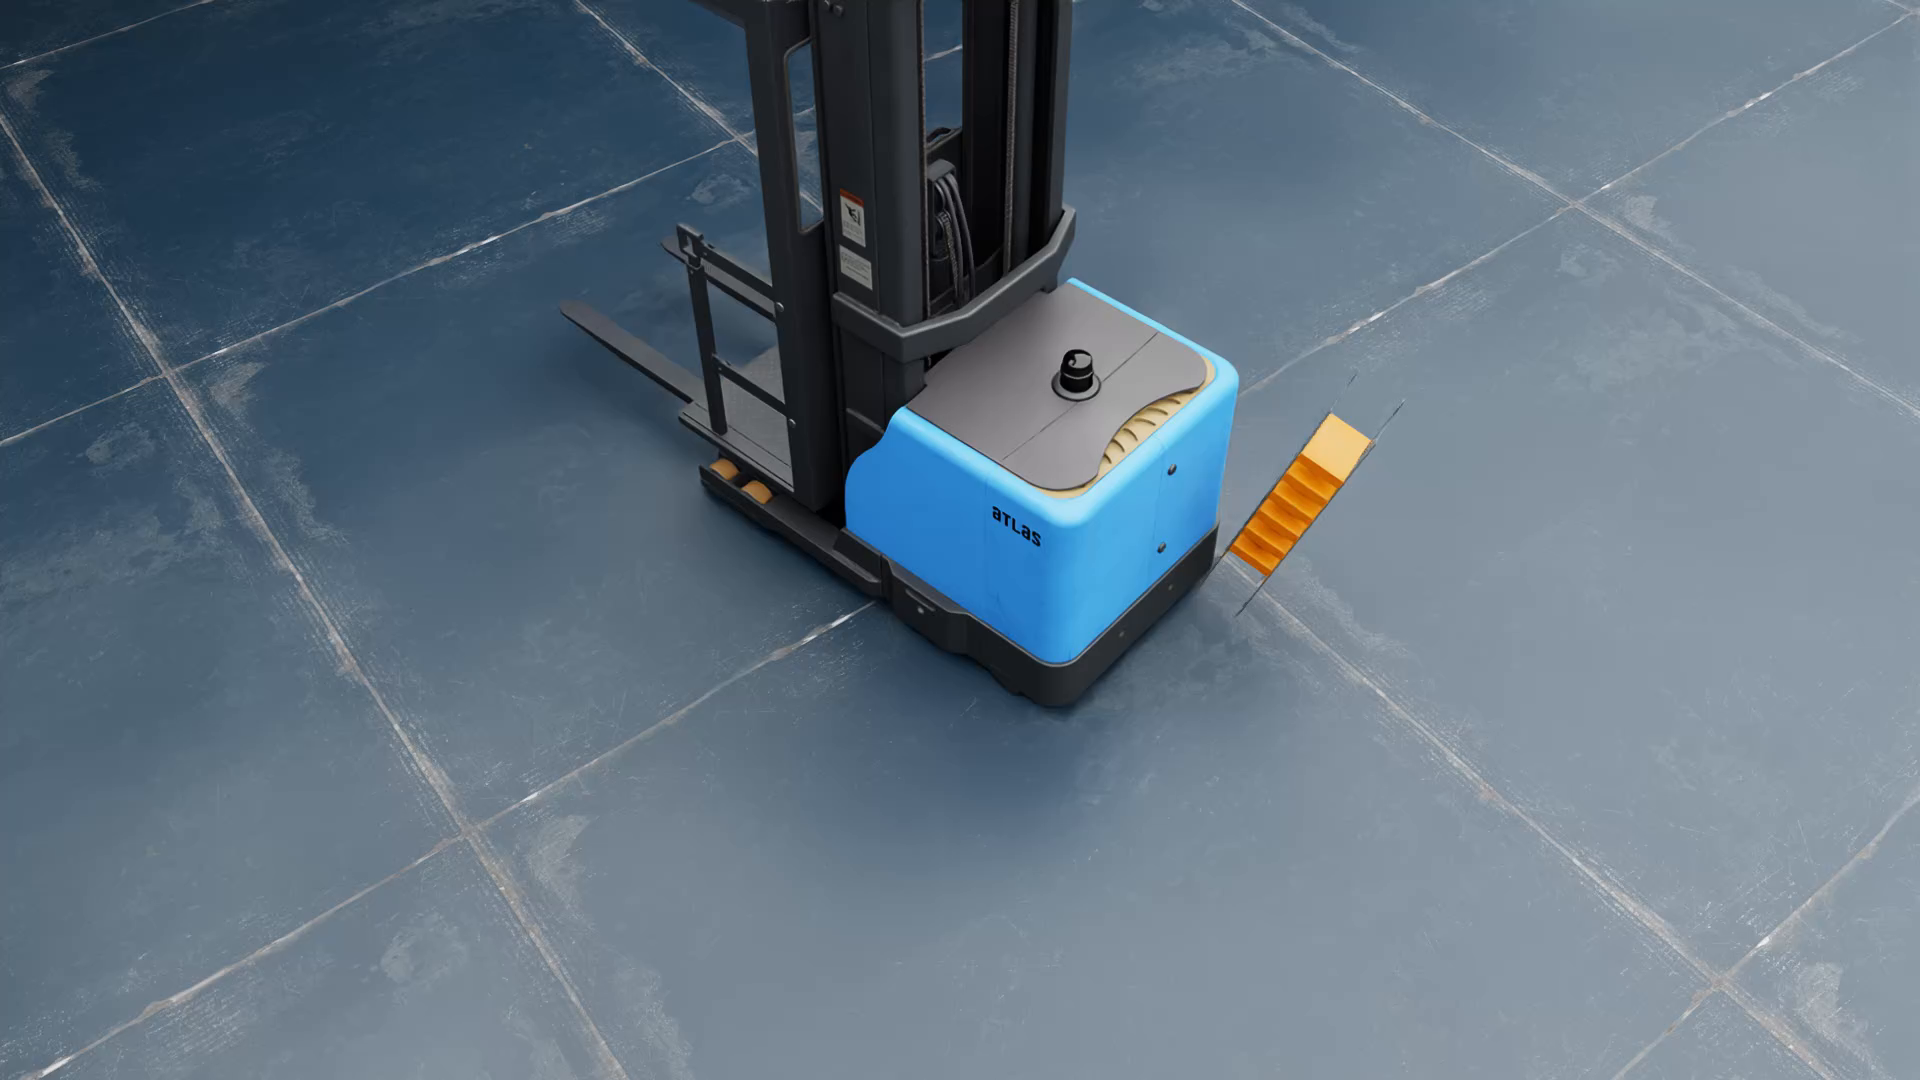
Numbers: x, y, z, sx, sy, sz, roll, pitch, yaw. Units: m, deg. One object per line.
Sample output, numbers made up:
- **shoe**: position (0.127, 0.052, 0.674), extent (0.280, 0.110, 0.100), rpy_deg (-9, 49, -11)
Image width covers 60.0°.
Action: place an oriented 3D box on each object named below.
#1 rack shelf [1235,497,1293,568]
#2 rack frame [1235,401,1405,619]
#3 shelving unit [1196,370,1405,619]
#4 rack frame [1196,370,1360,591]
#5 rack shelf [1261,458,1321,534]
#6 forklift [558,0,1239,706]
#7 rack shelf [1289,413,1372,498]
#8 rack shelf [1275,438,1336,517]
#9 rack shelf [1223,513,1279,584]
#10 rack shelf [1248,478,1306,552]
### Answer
- **rack shelf**: position (1.172, -0.050, 6.194), extent (0.180, 0.103, 0.258), rpy_deg (36, 55, 7)
- **rack frame**: position (1.288, -0.083, 6.049), extent (0.006, 1.200, 0.240), rpy_deg (36, 55, 7)
- **shelving unit**: position (1.214, -0.136, 6.060), extent (0.189, 1.200, 0.258), rpy_deg (36, 55, 7)
- **rack frame**: position (1.140, -0.189, 6.071), extent (0.006, 1.200, 0.240), rpy_deg (36, 55, 7)
- **rack shelf**: position (1.233, -0.176, 5.998), extent (0.180, 0.103, 0.258), rpy_deg (36, 55, 7)
- **forklift**: position (-0.436, -1.325, 5.972), extent (3.031, 2.935, 1.130), rpy_deg (33, 56, 26)
- **rack shelf**: position (1.294, -0.301, 5.803), extent (0.180, 0.103, 0.258), rpy_deg (36, 55, 7)
- **rack shelf**: position (1.264, -0.238, 5.901), extent (0.180, 0.103, 0.258), rpy_deg (36, 55, 7)
- **rack shelf**: position (1.142, 0.012, 6.291), extent (0.180, 0.103, 0.258), rpy_deg (36, 55, 7)
- **rack shelf**: position (1.203, -0.113, 6.096), extent (0.180, 0.103, 0.258), rpy_deg (36, 55, 7)
